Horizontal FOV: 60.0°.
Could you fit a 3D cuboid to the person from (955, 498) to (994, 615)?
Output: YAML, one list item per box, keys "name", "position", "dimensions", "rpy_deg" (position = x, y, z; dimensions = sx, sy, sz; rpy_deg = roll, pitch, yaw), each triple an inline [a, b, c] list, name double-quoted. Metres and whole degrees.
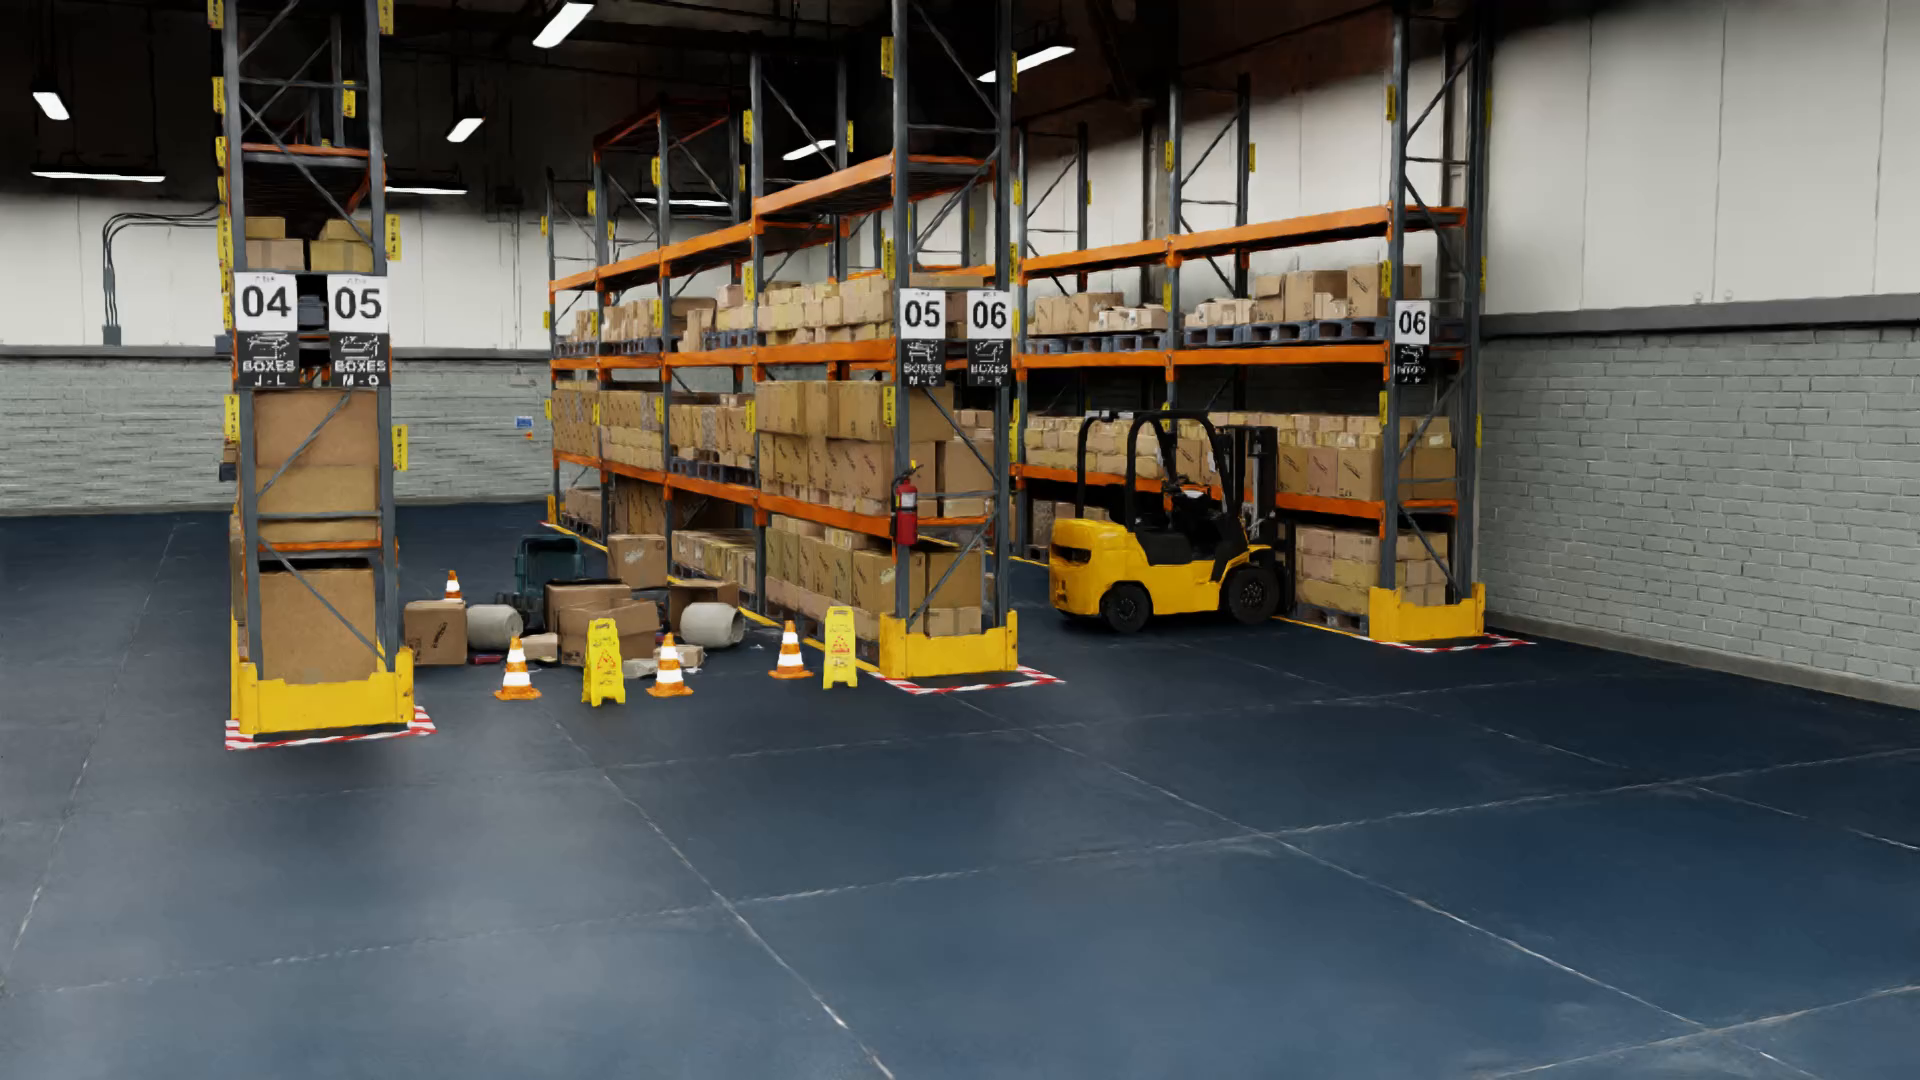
- name: "person"
  position: [0.175, -0.044, 17.609]
  dimensions: [0.478, 1.645, 0.592]
  rpy_deg: [-1, 6, -10]
